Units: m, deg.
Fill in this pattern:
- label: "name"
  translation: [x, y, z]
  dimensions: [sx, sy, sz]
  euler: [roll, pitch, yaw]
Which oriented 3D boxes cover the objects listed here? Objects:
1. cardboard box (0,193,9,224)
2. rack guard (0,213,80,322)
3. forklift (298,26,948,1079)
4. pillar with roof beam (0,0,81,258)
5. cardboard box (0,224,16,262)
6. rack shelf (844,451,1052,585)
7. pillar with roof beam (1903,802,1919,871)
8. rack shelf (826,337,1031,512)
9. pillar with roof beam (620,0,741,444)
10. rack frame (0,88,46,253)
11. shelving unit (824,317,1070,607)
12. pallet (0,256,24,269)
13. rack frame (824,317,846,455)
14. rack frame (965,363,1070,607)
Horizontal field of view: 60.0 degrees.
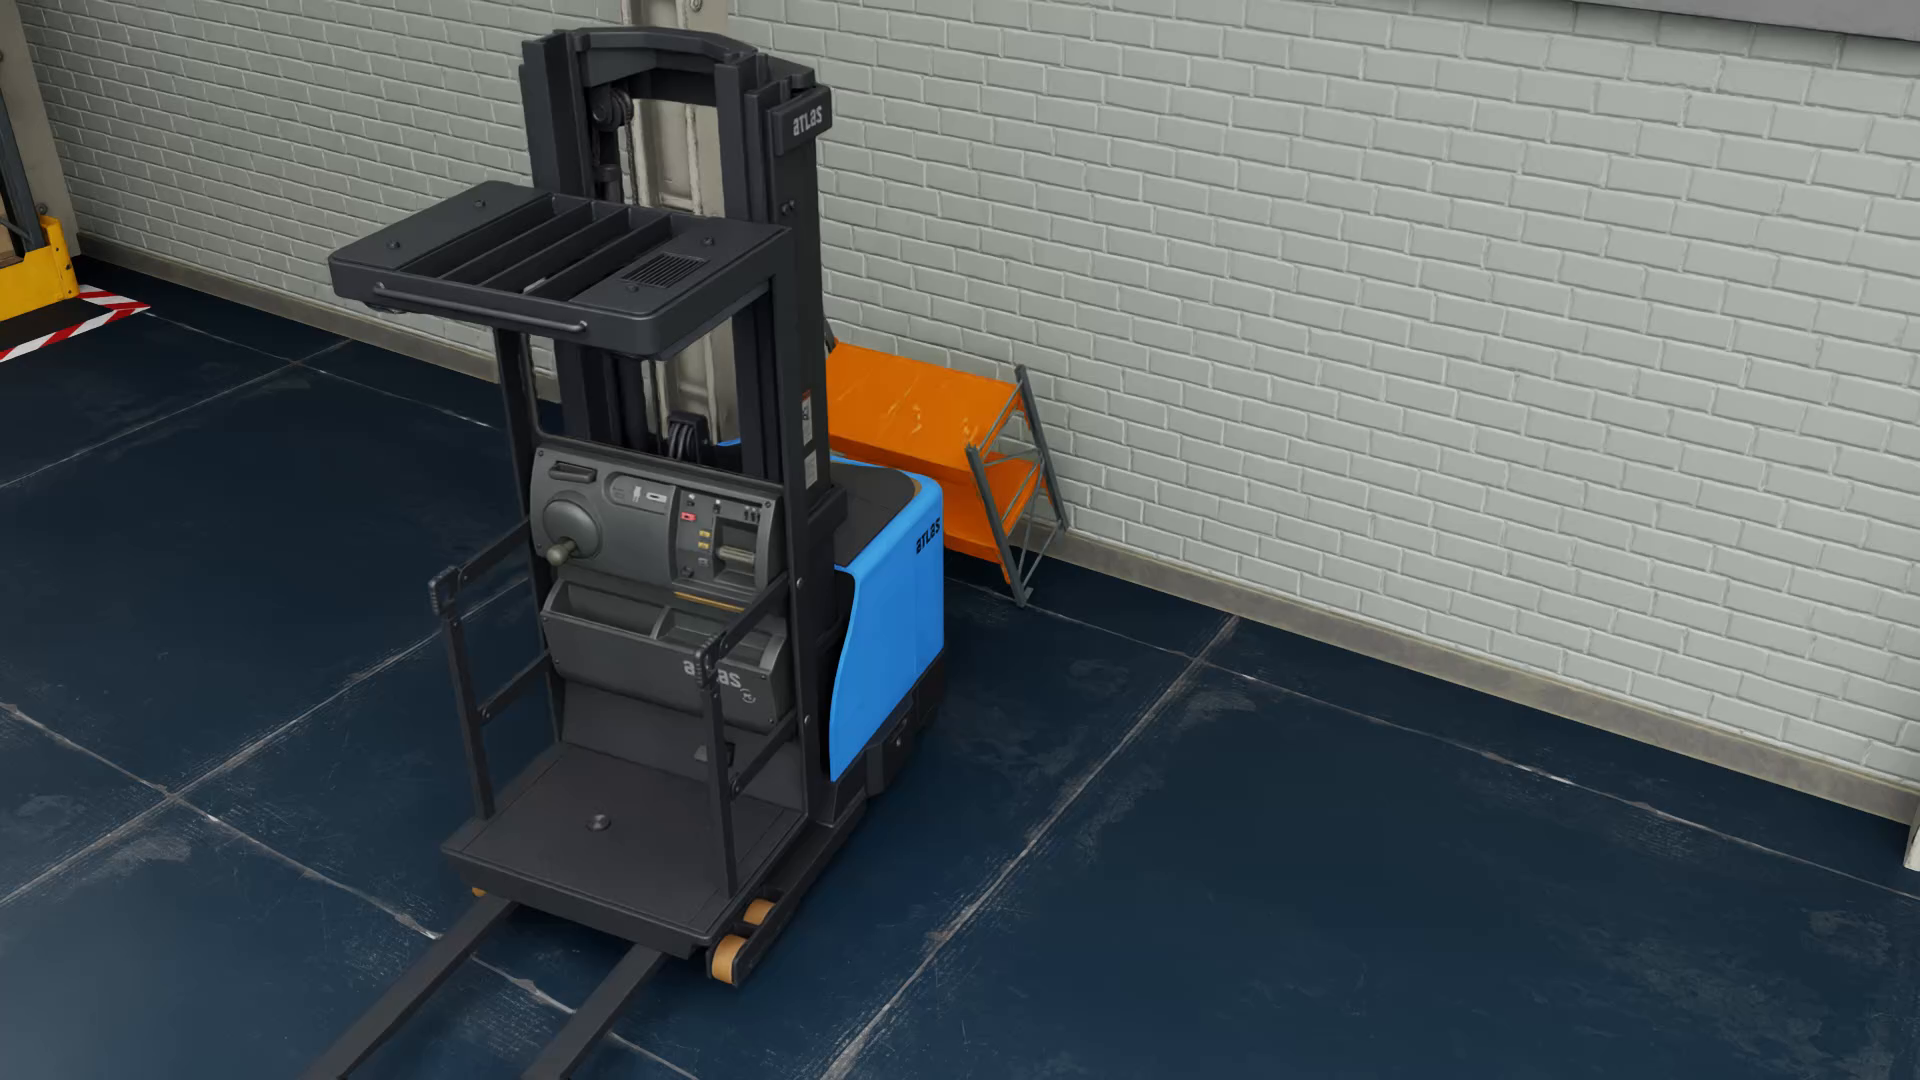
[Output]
- label: "cardboard box"
  translation: [-6.590, -2.165, 10.799]
  dimensions: [0.500, 0.250, 0.500]
  euler: [18, 35, 28]
- label: "rack guard"
  translation: [-6.282, -1.654, 10.589]
  dimensions: [0.348, 0.500, 1.175]
  euler: [18, 35, 27]
- label: "forklift"
  translation: [-1.111, -0.003, 5.346]
  dimensions: [1.130, 2.935, 3.031]
  euler: [13, 33, 20]
- label: "pillar with roof beam"
  translation: [-8.701, -4.065, 6.288]
  dimensions: [0.400, 9.000, 9.100]
  euler: [18, 35, 27]
- label: "cardboard box"
  translation: [-6.614, -1.949, 10.926]
  dimensions: [0.500, 0.250, 0.500]
  euler: [18, 35, 28]
- label: "rack shelf"
  translation: [-0.115, -0.202, 7.773]
  dimensions: [1.000, 0.278, 0.538]
  euler: [16, 59, 26]
- label: "pillar with roof beam"
  translation: [1.462, -0.851, 0.778]
  dimensions: [0.400, 9.000, 9.100]
  euler: [18, 35, 27]
- label: "rack shelf"
  translation: [-0.232, -0.524, 7.360]
  dimensions: [1.000, 0.278, 0.538]
  euler: [16, 59, 26]
- label: "pillar with roof beam"
  translation: [-3.620, -2.458, 3.533]
  dimensions: [0.400, 9.000, 9.100]
  euler: [18, 35, 27]
- label: "rack frame"
  translation: [-6.302, -2.740, 9.970]
  dimensions: [0.127, 3.000, 1.000]
  euler: [18, 35, 27]
- label: "shelving unit"
  translation: [-0.168, -0.348, 7.585]
  dimensions: [1.048, 1.125, 0.538]
  euler: [16, 59, 26]
- label: "pallet"
  translation: [-6.972, -1.723, 10.994]
  dimensions: [1.213, 0.211, 1.003]
  euler: [18, 35, 27]
- label: "rack frame"
  translation: [-0.606, -0.477, 7.810]
  dimensions: [0.032, 1.125, 0.500]
  euler: [16, 59, 26]
- label: "rack frame"
  translation: [0.269, -0.219, 7.360]
  dimensions: [0.032, 1.125, 0.500]
  euler: [16, 59, 26]
